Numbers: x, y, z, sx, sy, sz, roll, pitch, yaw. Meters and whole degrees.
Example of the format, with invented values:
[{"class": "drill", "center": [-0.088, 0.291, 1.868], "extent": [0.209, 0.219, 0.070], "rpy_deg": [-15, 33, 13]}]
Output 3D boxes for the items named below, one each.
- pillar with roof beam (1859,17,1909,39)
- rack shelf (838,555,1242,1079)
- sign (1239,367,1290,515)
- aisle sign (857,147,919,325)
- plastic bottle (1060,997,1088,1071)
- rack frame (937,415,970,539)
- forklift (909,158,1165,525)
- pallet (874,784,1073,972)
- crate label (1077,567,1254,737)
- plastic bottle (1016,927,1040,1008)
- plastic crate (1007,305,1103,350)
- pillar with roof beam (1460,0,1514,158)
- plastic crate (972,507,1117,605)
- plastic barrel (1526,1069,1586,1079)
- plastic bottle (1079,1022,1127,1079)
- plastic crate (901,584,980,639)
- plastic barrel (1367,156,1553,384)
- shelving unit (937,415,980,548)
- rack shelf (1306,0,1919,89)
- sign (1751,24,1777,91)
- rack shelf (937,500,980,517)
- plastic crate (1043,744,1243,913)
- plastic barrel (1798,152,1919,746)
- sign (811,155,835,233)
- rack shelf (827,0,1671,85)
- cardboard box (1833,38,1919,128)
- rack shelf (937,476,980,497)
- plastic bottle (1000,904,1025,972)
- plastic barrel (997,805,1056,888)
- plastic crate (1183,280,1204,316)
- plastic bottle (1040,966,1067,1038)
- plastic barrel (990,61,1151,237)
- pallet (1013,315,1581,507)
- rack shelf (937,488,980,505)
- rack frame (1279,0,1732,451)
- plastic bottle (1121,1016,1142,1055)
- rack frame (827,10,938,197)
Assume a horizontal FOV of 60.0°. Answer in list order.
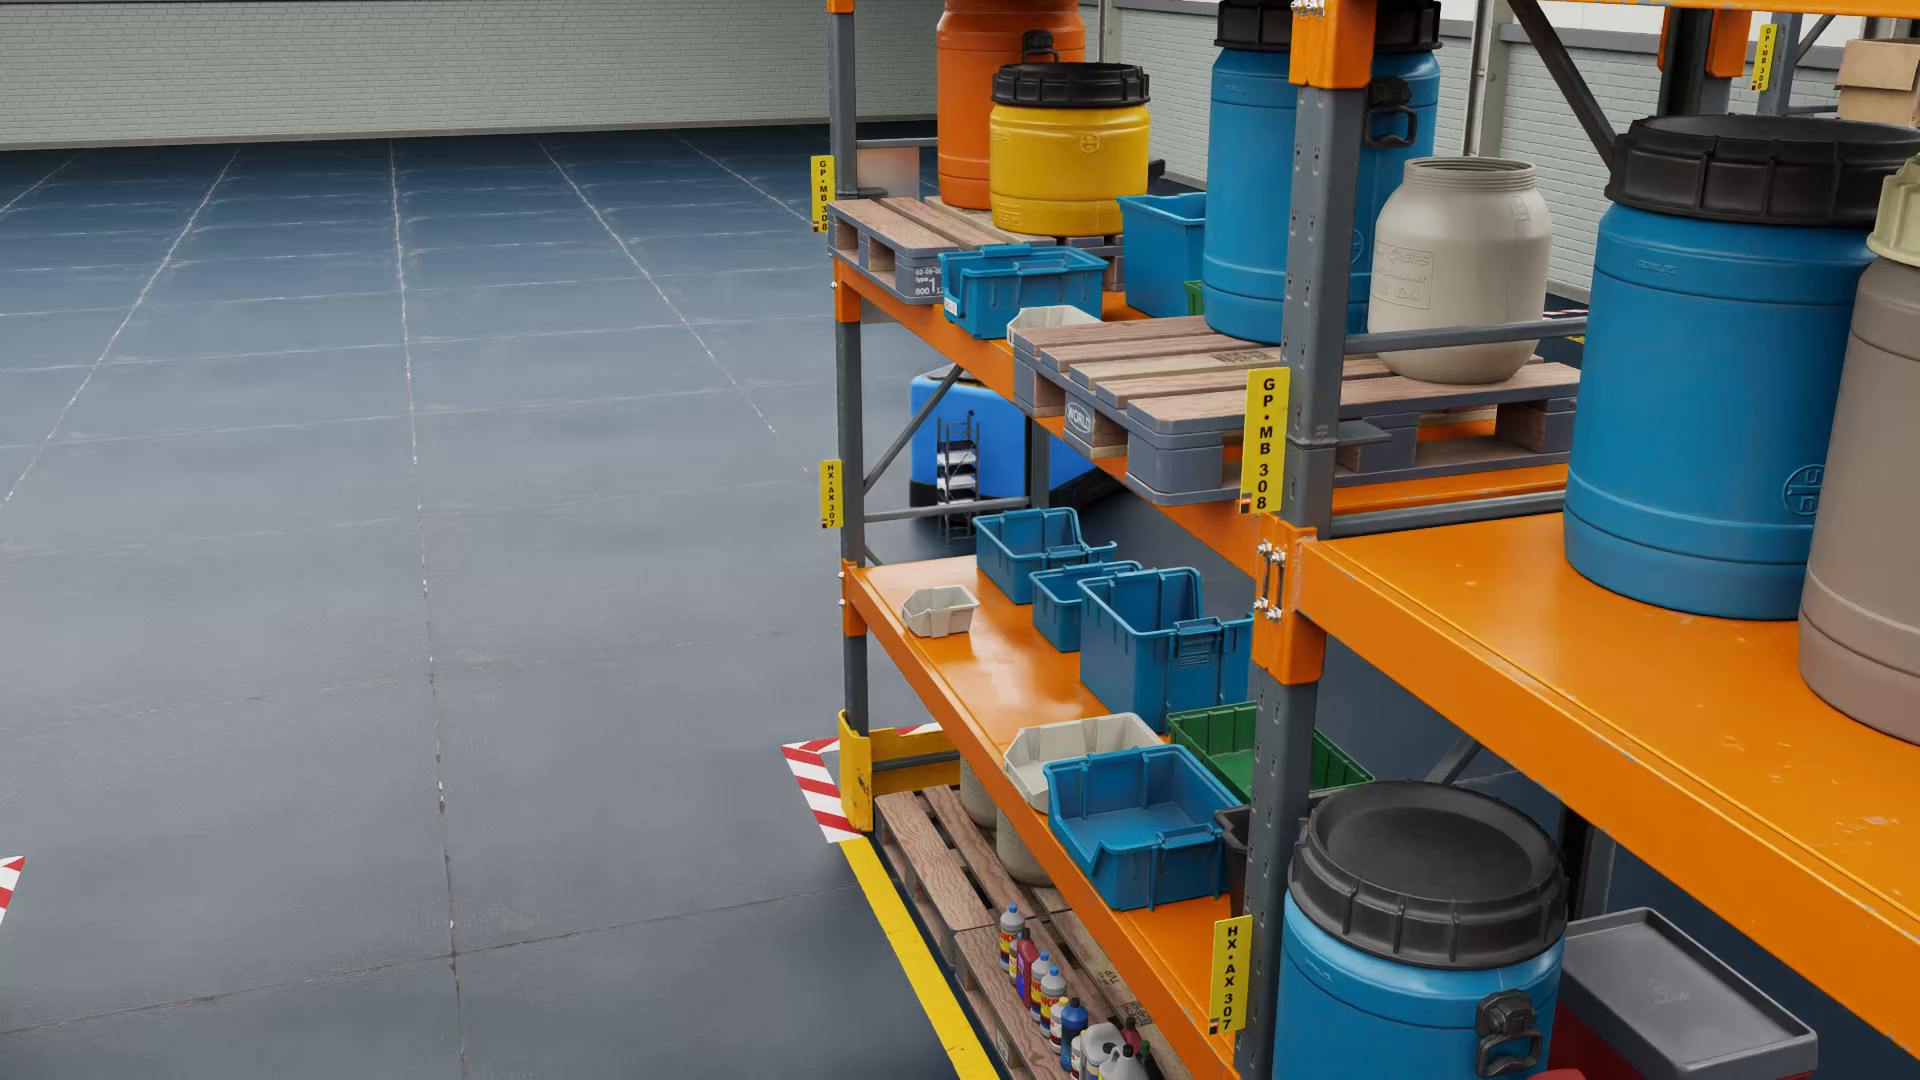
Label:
[{"class": "pillar with roof beam", "center": [4.406, -5.348, 13.495], "extent": [9.100, 9.000, 0.400], "rpy_deg": [-6, 21, -17]}, {"class": "rack shelf", "center": [0.561, 0.843, 6.195], "extent": [1.077, 0.370, 4.000], "rpy_deg": [-6, 21, -17]}, {"class": "sign", "center": [0.664, -0.214, 3.625], "extent": [0.100, 0.325, 0.005], "rpy_deg": [-6, 21, -17]}, {"class": "aisle sign", "center": [-0.368, -1.352, 7.399], "extent": [0.394, 0.787, 0.004], "rpy_deg": [-6, 21, -17]}, {"class": "plastic bottle", "center": [0.410, 1.762, 5.959], "extent": [0.097, 0.271, 0.097], "rpy_deg": [0, 20, 0]}, {"class": "rack frame", "center": [-0.043, -0.447, 11.828], "extent": [0.240, 0.900, 0.006], "rpy_deg": [-6, 21, -16]}, {"class": "forklift", "center": [0.853, -1.863, 12.766], "extent": [1.130, 2.935, 3.031], "rpy_deg": [12, 23, 31]}, {"class": "pallet", "center": [0.251, 1.456, 7.551], "extent": [1.003, 0.211, 1.213], "rpy_deg": [-6, 21, -17]}, {"class": "crate label", "center": [0.768, 0.408, 6.290], "extent": [0.502, 0.435, 0.616], "rpy_deg": [-6, 21, -17]}, {"class": "plastic bottle", "center": [0.261, 1.624, 6.326], "extent": [0.061, 0.283, 0.133], "rpy_deg": [-6, 21, -16]}, {"class": "plastic crate", "center": [0.302, -0.613, 5.139], "extent": [0.243, 0.136, 0.396], "rpy_deg": [-6, 21, -17]}, {"class": "pillar with roof beam", "center": [2.520, -7.274, 18.855], "extent": [9.100, 9.000, 0.400], "rpy_deg": [-6, 21, -17]}, {"class": "plastic crate", "center": [0.374, 0.062, 7.527], "extent": [0.499, 0.251, 0.616], "rpy_deg": [-6, 21, -17]}, {"class": "plastic barrel", "center": [1.282, 1.413, 3.344], "extent": [0.433, 0.535, 0.433], "rpy_deg": [0, 20, 0]}, {"class": "plastic bottle", "center": [0.505, 1.828, 5.769], "extent": [0.152, 0.276, 0.135], "rpy_deg": [-6, 21, -16]}, {"class": "plastic crate", "center": [-0.091, 0.308, 7.011], "extent": [0.298, 0.136, 0.250], "rpy_deg": [-6, 21, -17]}, {"class": "plastic barrel", "center": [1.241, -0.674, 4.133], "extent": [0.421, 0.512, 0.421], "rpy_deg": [0, 20, 0]}, {"class": "shelving unit", "center": [-0.013, -0.414, 11.737], "extent": [0.258, 0.900, 0.210], "rpy_deg": [-6, 21, -16]}, {"class": "rack shelf", "center": [1.819, -0.508, 1.675], "extent": [1.077, 0.370, 4.000], "rpy_deg": [-6, 21, -17]}, {"class": "sign", "center": [4.107, -2.465, 8.496], "extent": [0.100, 0.325, 0.005], "rpy_deg": [-6, 21, -17]}, {"class": "rack shelf", "center": [-0.013, -0.213, 11.809], "extent": [0.258, 0.077, 0.200], "rpy_deg": [-6, 21, -16]}, {"class": "plastic crate", "center": [0.584, 0.890, 5.221], "extent": [0.499, 0.251, 0.616], "rpy_deg": [-6, 21, -17]}, {"class": "plastic barrel", "center": [1.761, -0.151, 2.721], "extent": [0.600, 0.901, 0.600], "rpy_deg": [0, 20, 0]}, {"class": "sign", "center": [-0.591, -1.496, 7.193], "extent": [0.100, 0.325, 0.005], "rpy_deg": [-6, 21, -17]}, {"class": "rack shelf", "center": [0.561, -1.792, 5.249], "extent": [1.077, 0.370, 4.000], "rpy_deg": [-6, 21, -17]}, {"class": "cardboard box", "center": [4.813, -2.201, 8.189], "extent": [0.797, 0.503, 0.637], "rpy_deg": [-5, 20, -13]}, {"class": "rack shelf", "center": [-0.013, -0.382, 11.748], "extent": [0.258, 0.077, 0.200], "rpy_deg": [-6, 21, -16]}, {"class": "plastic bottle", "center": [0.207, 1.555, 6.535], "extent": [0.097, 0.271, 0.097], "rpy_deg": [0, 20, 0]}, {"class": "plastic barrel", "center": [0.370, 1.200, 7.197], "extent": [0.421, 0.512, 0.421], "rpy_deg": [0, 20, 0]}, {"class": "plastic crate", "center": [0.952, -0.701, 5.306], "extent": [0.336, 0.188, 0.450], "rpy_deg": [-6, 21, -17]}, {"class": "plastic bottle", "center": [0.346, 1.697, 6.140], "extent": [0.097, 0.271, 0.097], "rpy_deg": [0, 20, 0]}, {"class": "plastic barrel", "center": [0.412, -1.483, 6.270], "extent": [0.600, 0.588, 0.600], "rpy_deg": [0, 20, 0]}, {"class": "pallet", "center": [0.870, -0.397, 4.428], "extent": [1.213, 0.211, 1.003], "rpy_deg": [-6, 21, -17]}, {"class": "rack shelf", "center": [-0.013, -0.298, 11.778], "extent": [0.258, 0.077, 0.200], "rpy_deg": [-6, 21, -16]}, {"class": "rack frame", "center": [1.190, -1.677, 3.273], "extent": [1.000, 3.000, 0.127], "rpy_deg": [-6, 21, -17]}, {"class": "plastic bottle", "center": [0.606, 1.813, 5.800], "extent": [0.061, 0.283, 0.133], "rpy_deg": [-6, 21, -17]}, {"class": "rack frame", "center": [-0.067, -2.960, 6.847], "extent": [1.000, 3.000, 0.127], "rpy_deg": [-6, 21, -17]}]
